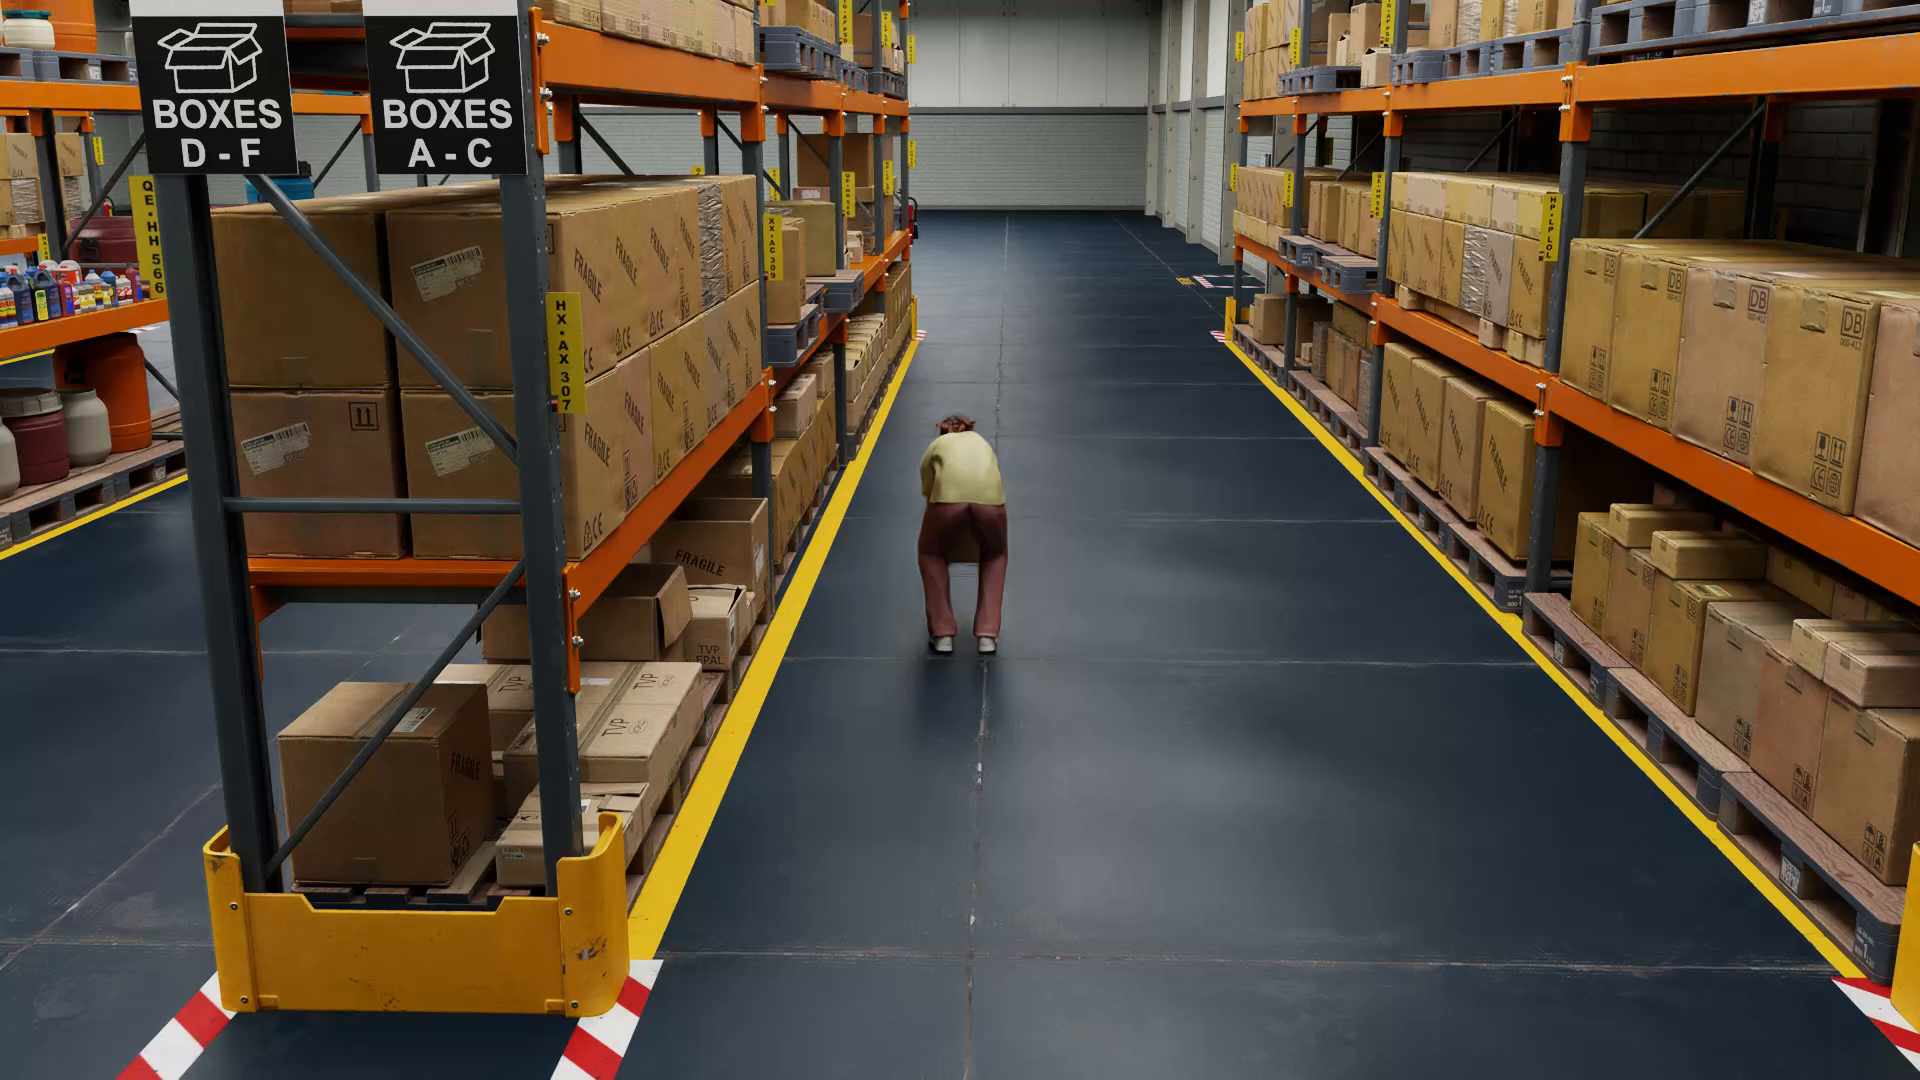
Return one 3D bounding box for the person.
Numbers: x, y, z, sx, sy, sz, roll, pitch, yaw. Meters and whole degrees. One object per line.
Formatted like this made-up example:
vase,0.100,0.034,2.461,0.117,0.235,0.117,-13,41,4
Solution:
person,0.010,-0.041,8.388,0.453,1.086,0.860,-1,14,-4
